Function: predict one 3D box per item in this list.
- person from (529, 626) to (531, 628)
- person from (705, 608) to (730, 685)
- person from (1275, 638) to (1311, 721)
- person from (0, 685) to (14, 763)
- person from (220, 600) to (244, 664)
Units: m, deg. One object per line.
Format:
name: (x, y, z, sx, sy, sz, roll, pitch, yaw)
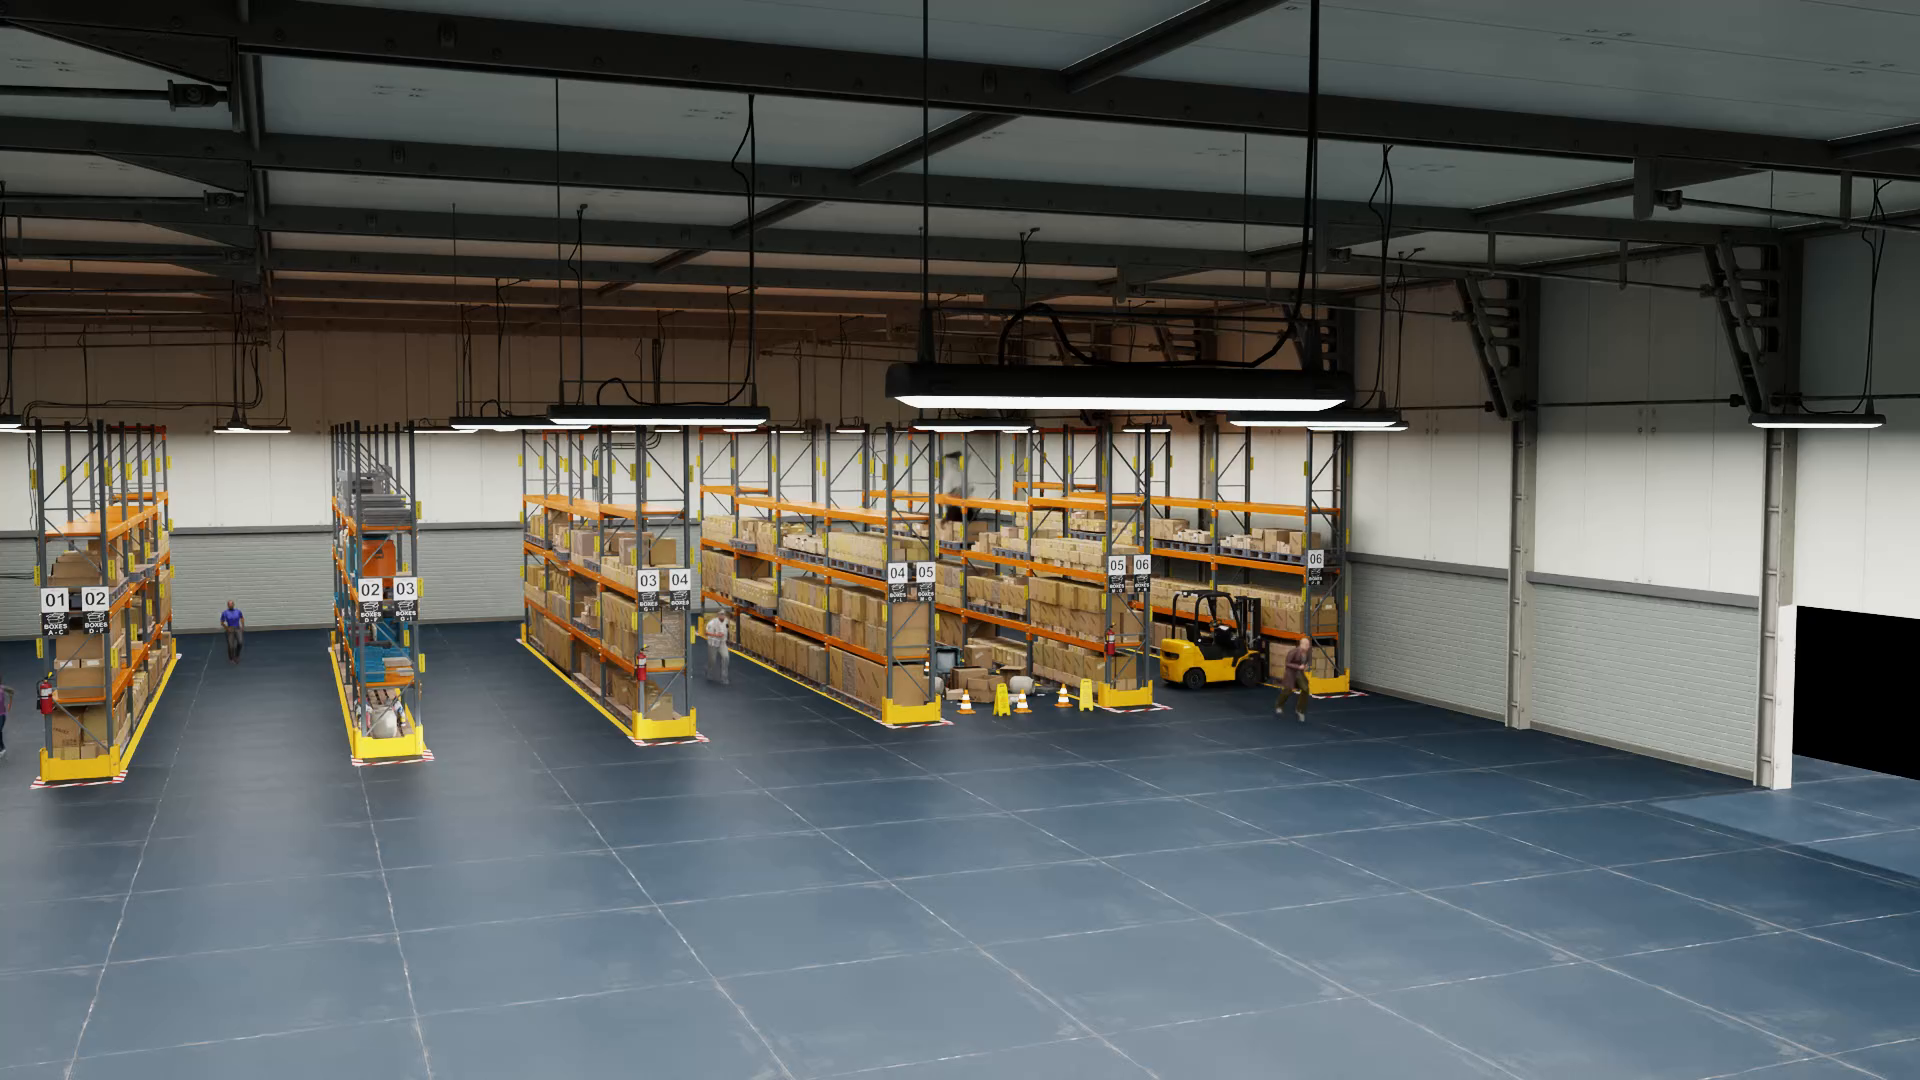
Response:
person: (-12.011, 1.953, 47.559, 0.703, 1.683, 0.670, -1, 4, -21)
person: (-5.657, 2.454, 38.634, 0.660, 1.796, 1.027, -2, 4, -31)
person: (6.760, 2.841, 33.683, 0.751, 1.672, 1.070, -2, 4, -28)
person: (-16.859, 3.119, 29.087, 0.531, 1.579, 0.868, -1, 4, -17)
person: (-18.197, 2.305, 41.661, 0.591, 1.621, 0.598, -3, 4, -36)
